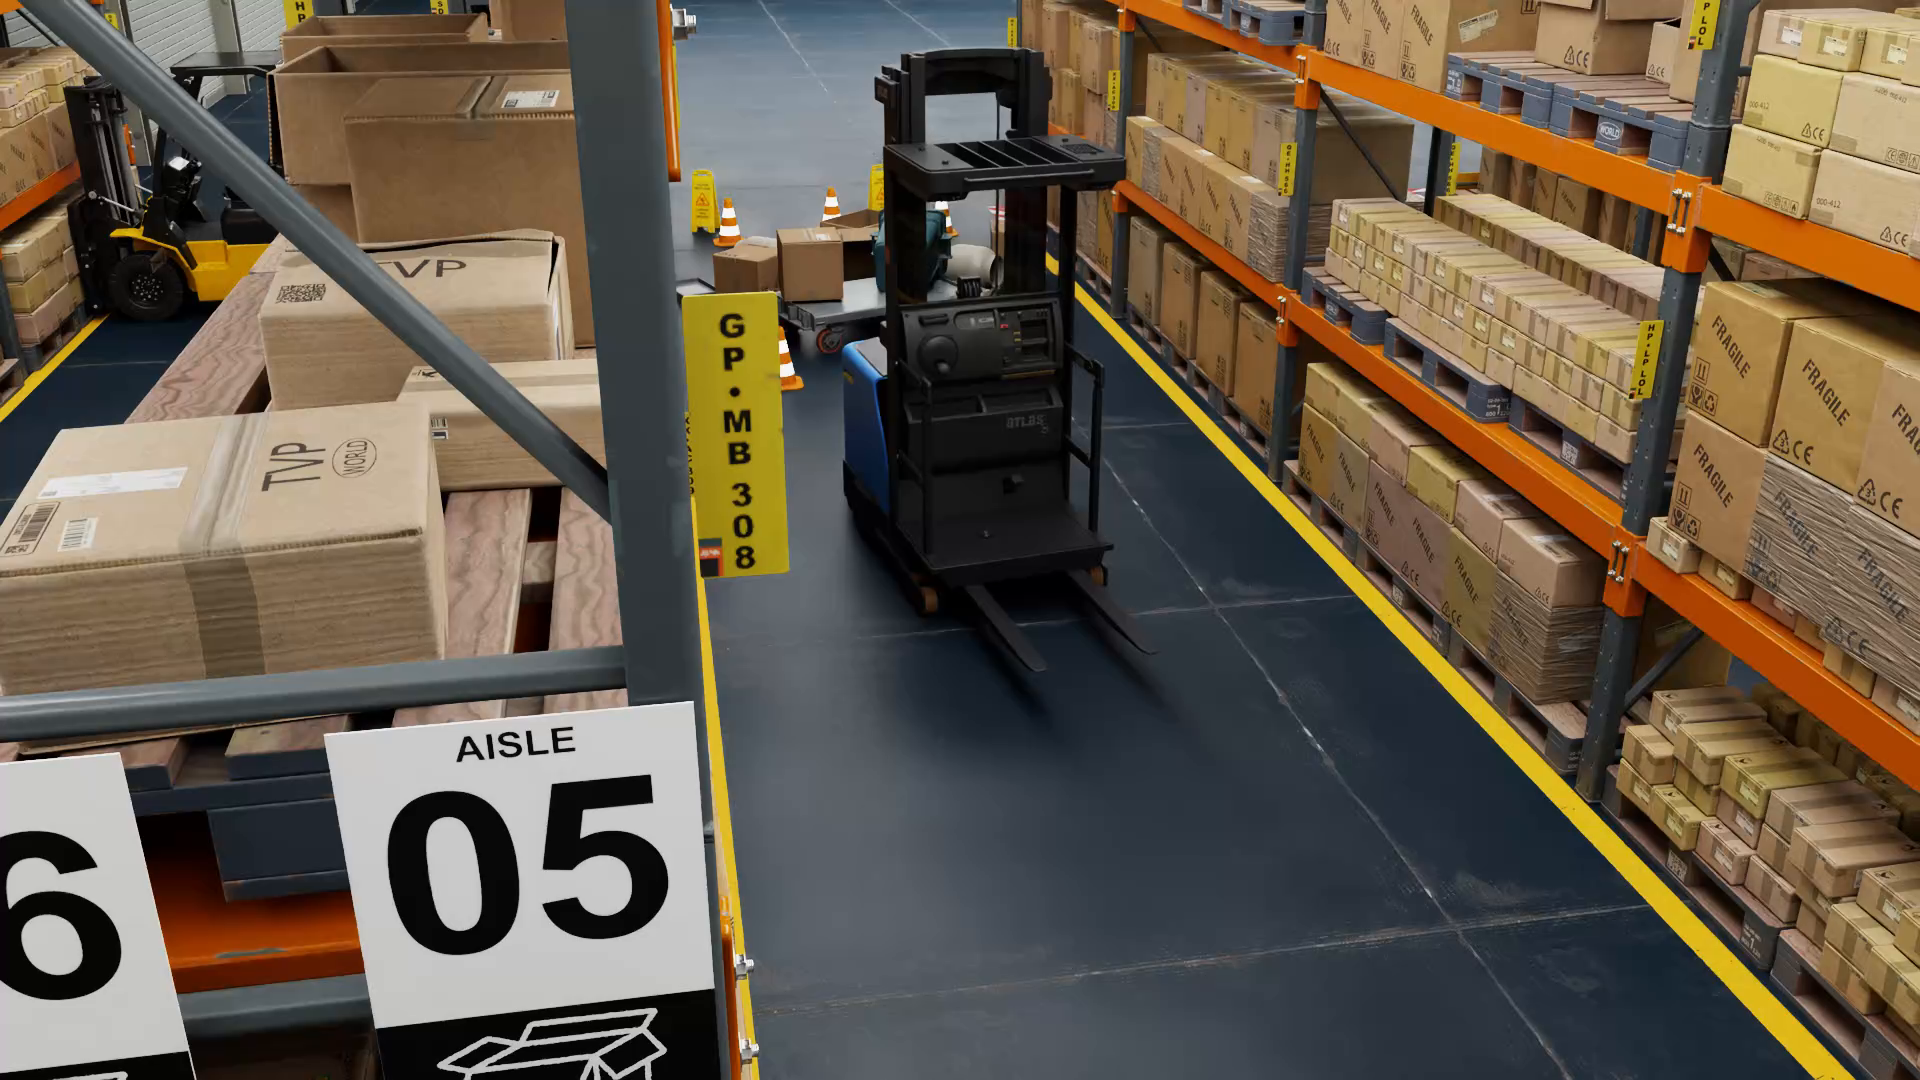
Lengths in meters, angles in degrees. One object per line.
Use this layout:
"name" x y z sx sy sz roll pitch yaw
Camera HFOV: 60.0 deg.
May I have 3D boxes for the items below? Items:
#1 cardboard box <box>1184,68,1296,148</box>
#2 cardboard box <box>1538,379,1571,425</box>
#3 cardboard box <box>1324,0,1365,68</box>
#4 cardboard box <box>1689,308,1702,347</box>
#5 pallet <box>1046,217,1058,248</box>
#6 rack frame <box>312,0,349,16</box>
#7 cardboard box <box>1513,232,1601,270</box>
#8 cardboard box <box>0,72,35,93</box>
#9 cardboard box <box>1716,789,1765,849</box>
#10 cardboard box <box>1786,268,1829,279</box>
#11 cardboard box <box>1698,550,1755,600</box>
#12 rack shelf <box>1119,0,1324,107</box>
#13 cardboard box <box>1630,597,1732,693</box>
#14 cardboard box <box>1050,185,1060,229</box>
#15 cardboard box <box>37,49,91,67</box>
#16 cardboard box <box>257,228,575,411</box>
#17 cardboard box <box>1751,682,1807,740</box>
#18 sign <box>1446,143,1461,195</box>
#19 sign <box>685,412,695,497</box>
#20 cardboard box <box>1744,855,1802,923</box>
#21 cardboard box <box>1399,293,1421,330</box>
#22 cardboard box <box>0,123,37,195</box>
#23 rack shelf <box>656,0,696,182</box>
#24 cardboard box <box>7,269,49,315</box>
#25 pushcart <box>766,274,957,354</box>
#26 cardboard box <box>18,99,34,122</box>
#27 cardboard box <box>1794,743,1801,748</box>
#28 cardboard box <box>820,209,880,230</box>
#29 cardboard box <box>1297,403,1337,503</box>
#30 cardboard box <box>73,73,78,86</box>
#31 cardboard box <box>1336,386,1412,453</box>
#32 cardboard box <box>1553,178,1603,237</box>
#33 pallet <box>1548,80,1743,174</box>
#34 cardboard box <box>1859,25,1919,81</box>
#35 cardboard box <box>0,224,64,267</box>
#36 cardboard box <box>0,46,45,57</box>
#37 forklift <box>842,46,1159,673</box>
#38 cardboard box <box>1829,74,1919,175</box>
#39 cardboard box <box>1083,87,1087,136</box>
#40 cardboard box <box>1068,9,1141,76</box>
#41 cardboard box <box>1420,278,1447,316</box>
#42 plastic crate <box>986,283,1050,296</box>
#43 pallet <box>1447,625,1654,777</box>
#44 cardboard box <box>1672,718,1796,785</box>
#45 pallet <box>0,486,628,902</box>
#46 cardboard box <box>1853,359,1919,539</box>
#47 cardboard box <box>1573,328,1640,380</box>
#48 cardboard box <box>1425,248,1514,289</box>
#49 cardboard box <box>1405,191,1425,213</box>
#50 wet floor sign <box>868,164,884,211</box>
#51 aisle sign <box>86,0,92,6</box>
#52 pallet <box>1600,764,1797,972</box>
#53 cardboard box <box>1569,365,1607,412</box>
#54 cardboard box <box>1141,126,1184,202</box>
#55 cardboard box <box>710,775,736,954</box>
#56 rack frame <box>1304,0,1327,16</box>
"cardboard box" 2.125 -3.294 12.669 0.700 0.500 0.500 -4 24 -9
"cardboard box" 2.956 -0.658 7.798 0.380 0.149 0.250 -4 24 -10
"cardboard box" 2.421 -2.988 9.472 0.500 0.500 0.500 -4 24 -10
"cardboard box" 3.594 -0.988 7.810 0.380 0.149 0.250 -4 24 -9
"pallet" 1.323 -3.372 17.708 1.003 0.211 1.213 -4 24 -10
"rack frame" -1.529 -2.582 4.918 1.000 3.000 0.127 -4 24 -10
"cardboard box" 3.303 -1.601 9.214 0.380 0.149 0.250 -4 24 -10
"cardboard box" -8.033 -3.835 13.976 0.380 0.149 0.250 -4 24 -10
"cardboard box" 3.285 1.091 6.669 0.380 0.149 0.250 -4 24 -10
"cardboard box" 7.100 -1.897 13.420 0.700 0.500 0.500 -2 24 -5
"cardboard box" 3.169 0.108 6.569 0.380 0.149 0.250 -4 24 -8
"rack shelf" 2.207 -3.644 11.996 1.077 0.370 4.000 -4 24 -10
"cardboard box" 3.441 0.404 8.176 0.500 0.500 0.500 -3 24 -8
"cardboard box" 1.453 -3.570 16.806 0.875 0.875 0.875 -5 24 -11
"cardboard box" -8.276 -4.443 15.369 0.380 0.149 0.250 -4 24 -10
"cardboard box" -1.017 -0.424 3.187 0.500 0.311 0.500 -4 24 -9
"cardboard box" 3.639 0.723 7.140 0.380 0.149 0.250 -4 24 -8
"sign" 3.109 -2.350 10.536 0.100 0.325 0.005 -4 24 -10
"sign" -0.984 -0.307 6.025 0.100 0.325 0.005 -4 24 -10
"cardboard box" 3.311 1.337 6.478 0.380 0.149 0.250 -5 24 -11
"cardboard box" 2.664 -1.276 9.214 0.380 0.149 0.250 -4 24 -8
"cardboard box" -7.824 -3.054 13.370 0.500 0.500 0.500 -4 24 -9
"rack shelf" -1.159 -1.282 3.341 1.077 0.370 4.000 -4 24 -10
"cardboard box" -7.672 -1.985 13.334 0.500 0.250 0.500 -4 24 -10
"pushcart" -0.777 -1.966 14.280 1.648 0.377 0.936 -13 27 -28
"cardboard box" -7.831 -3.506 13.595 0.380 0.149 0.250 -5 24 -10
"cardboard box" 3.750 0.945 7.005 0.380 0.149 0.250 -5 24 -12
"cardboard box" -0.935 -2.905 16.273 0.637 0.503 0.797 18 29 36
"cardboard box" 2.457 -0.562 10.387 0.500 0.500 0.500 -5 24 -12
"cardboard box" -8.187 -4.108 14.973 0.380 0.149 0.250 -4 24 -10
"cardboard box" 2.561 -0.714 9.799 0.500 0.250 0.500 -5 24 -10
"cardboard box" 6.391 -3.383 16.847 0.500 0.500 0.500 -6 24 -14
"pallet" 3.308 -1.778 7.060 1.213 0.211 1.003 -4 24 -10
"cardboard box" 3.252 -1.620 5.529 0.380 0.149 0.250 -5 24 -10
"cardboard box" -7.751 -2.417 13.697 0.500 0.250 0.500 -4 24 -10
"cardboard box" -8.773 -4.515 15.534 0.380 0.149 0.250 -5 24 -11
"forklift" 0.203 -1.104 9.117 1.130 2.935 3.031 -8 25 -17
"cardboard box" 3.258 -1.370 5.455 0.500 0.250 0.500 -4 24 -10
"cardboard box" 1.650 -4.034 15.552 0.875 0.550 0.550 -4 24 -10
"cardboard box" 1.517 -4.735 15.807 0.875 0.550 0.500 -4 24 -10
"cardboard box" 2.709 -1.314 8.929 0.380 0.149 0.250 -5 24 -10
"plastic crate" 0.518 -2.095 14.740 0.450 0.188 0.662 17 27 13
"pallet" 3.172 0.733 8.308 1.003 0.211 1.213 -4 24 -10
"cardboard box" 3.170 0.866 6.813 0.380 0.149 0.250 -3 24 -7
"pallet" -0.937 0.116 2.600 1.003 0.211 1.213 -4 24 -10
"cardboard box" 3.335 -0.280 5.398 0.500 0.500 0.500 -4 24 -9
"cardboard box" 3.000 -0.838 7.466 0.380 0.149 0.250 -5 24 -11
"cardboard box" 2.717 -1.449 8.866 0.380 0.149 0.250 -4 24 -8
"cardboard box" 2.760 -2.055 11.081 0.500 0.500 0.500 -4 24 -9
"wet floor sign" -0.853 -3.745 18.018 0.267 0.644 0.232 -9 25 -19
"aisle sign" -8.349 -5.423 15.671 0.394 0.787 0.004 -4 24 -10
"pallet" 3.476 1.301 7.008 1.003 0.211 1.213 -4 24 -10
"cardboard box" 2.999 -0.698 7.518 0.380 0.149 0.250 -4 24 -9
"cardboard box" 1.765 -3.006 13.260 0.500 0.500 0.500 -4 24 -9
"cardboard box" -0.701 0.824 3.241 0.500 0.500 0.500 -5 24 -11
"rack frame" 2.577 -4.561 9.451 1.000 3.000 0.127 -4 24 -10
